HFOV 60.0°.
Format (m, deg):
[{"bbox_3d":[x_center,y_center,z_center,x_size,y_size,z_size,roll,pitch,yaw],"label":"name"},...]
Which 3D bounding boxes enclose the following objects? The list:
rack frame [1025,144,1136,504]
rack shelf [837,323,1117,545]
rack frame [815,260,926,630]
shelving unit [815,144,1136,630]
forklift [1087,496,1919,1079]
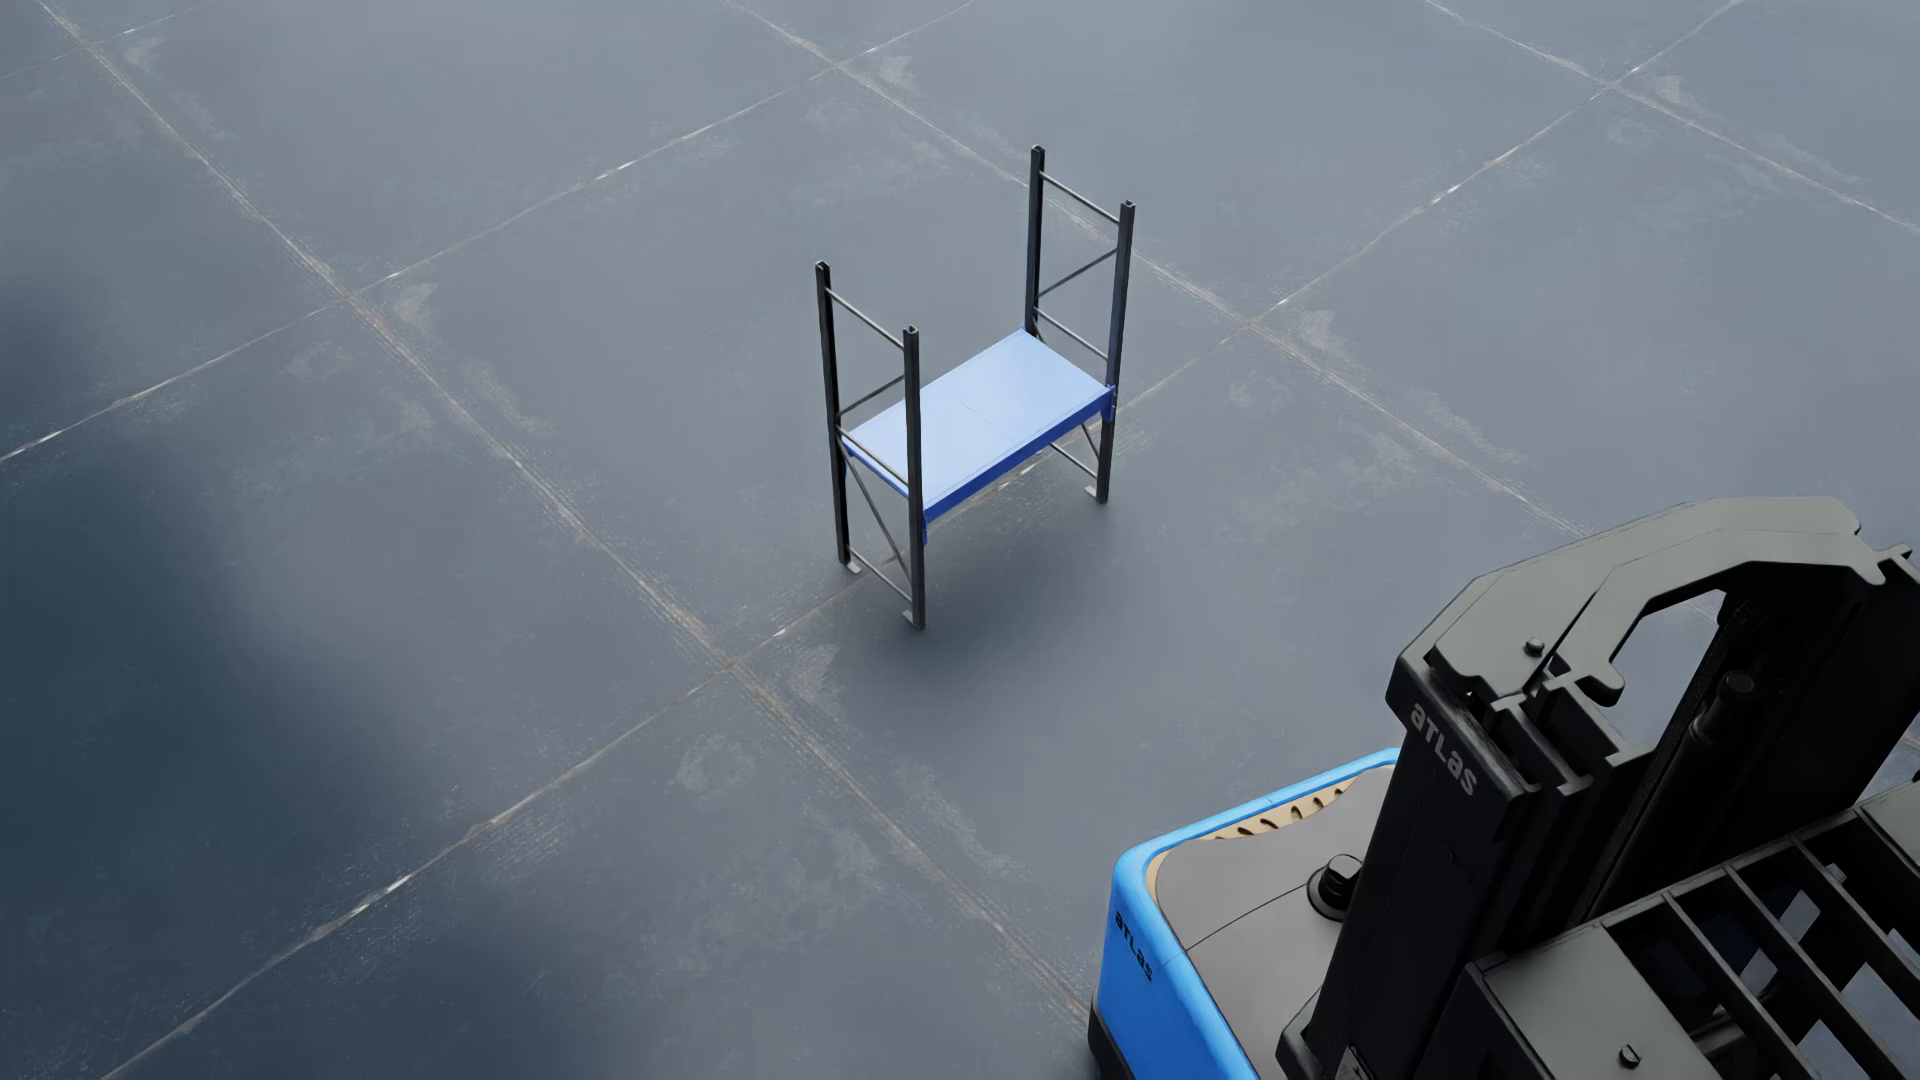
[{"bbox_3d":[0.439,-0.802,6.523,0.032,1.500,0.500,-34,56,-27],"label":"rack frame"},{"bbox_3d":[0.063,-0.429,6.423,1.000,0.185,0.538,-34,56,-27],"label":"rack shelf"},{"bbox_3d":[-0.313,-0.299,6.059,0.032,1.500,0.500,-34,56,-27],"label":"rack frame"},{"bbox_3d":[0.063,-0.551,6.291,1.048,1.500,0.538,-34,56,-27],"label":"shelving unit"},{"bbox_3d":[1.458,1.450,3.471,1.130,2.935,3.031,-18,50,-16],"label":"forklift"}]
